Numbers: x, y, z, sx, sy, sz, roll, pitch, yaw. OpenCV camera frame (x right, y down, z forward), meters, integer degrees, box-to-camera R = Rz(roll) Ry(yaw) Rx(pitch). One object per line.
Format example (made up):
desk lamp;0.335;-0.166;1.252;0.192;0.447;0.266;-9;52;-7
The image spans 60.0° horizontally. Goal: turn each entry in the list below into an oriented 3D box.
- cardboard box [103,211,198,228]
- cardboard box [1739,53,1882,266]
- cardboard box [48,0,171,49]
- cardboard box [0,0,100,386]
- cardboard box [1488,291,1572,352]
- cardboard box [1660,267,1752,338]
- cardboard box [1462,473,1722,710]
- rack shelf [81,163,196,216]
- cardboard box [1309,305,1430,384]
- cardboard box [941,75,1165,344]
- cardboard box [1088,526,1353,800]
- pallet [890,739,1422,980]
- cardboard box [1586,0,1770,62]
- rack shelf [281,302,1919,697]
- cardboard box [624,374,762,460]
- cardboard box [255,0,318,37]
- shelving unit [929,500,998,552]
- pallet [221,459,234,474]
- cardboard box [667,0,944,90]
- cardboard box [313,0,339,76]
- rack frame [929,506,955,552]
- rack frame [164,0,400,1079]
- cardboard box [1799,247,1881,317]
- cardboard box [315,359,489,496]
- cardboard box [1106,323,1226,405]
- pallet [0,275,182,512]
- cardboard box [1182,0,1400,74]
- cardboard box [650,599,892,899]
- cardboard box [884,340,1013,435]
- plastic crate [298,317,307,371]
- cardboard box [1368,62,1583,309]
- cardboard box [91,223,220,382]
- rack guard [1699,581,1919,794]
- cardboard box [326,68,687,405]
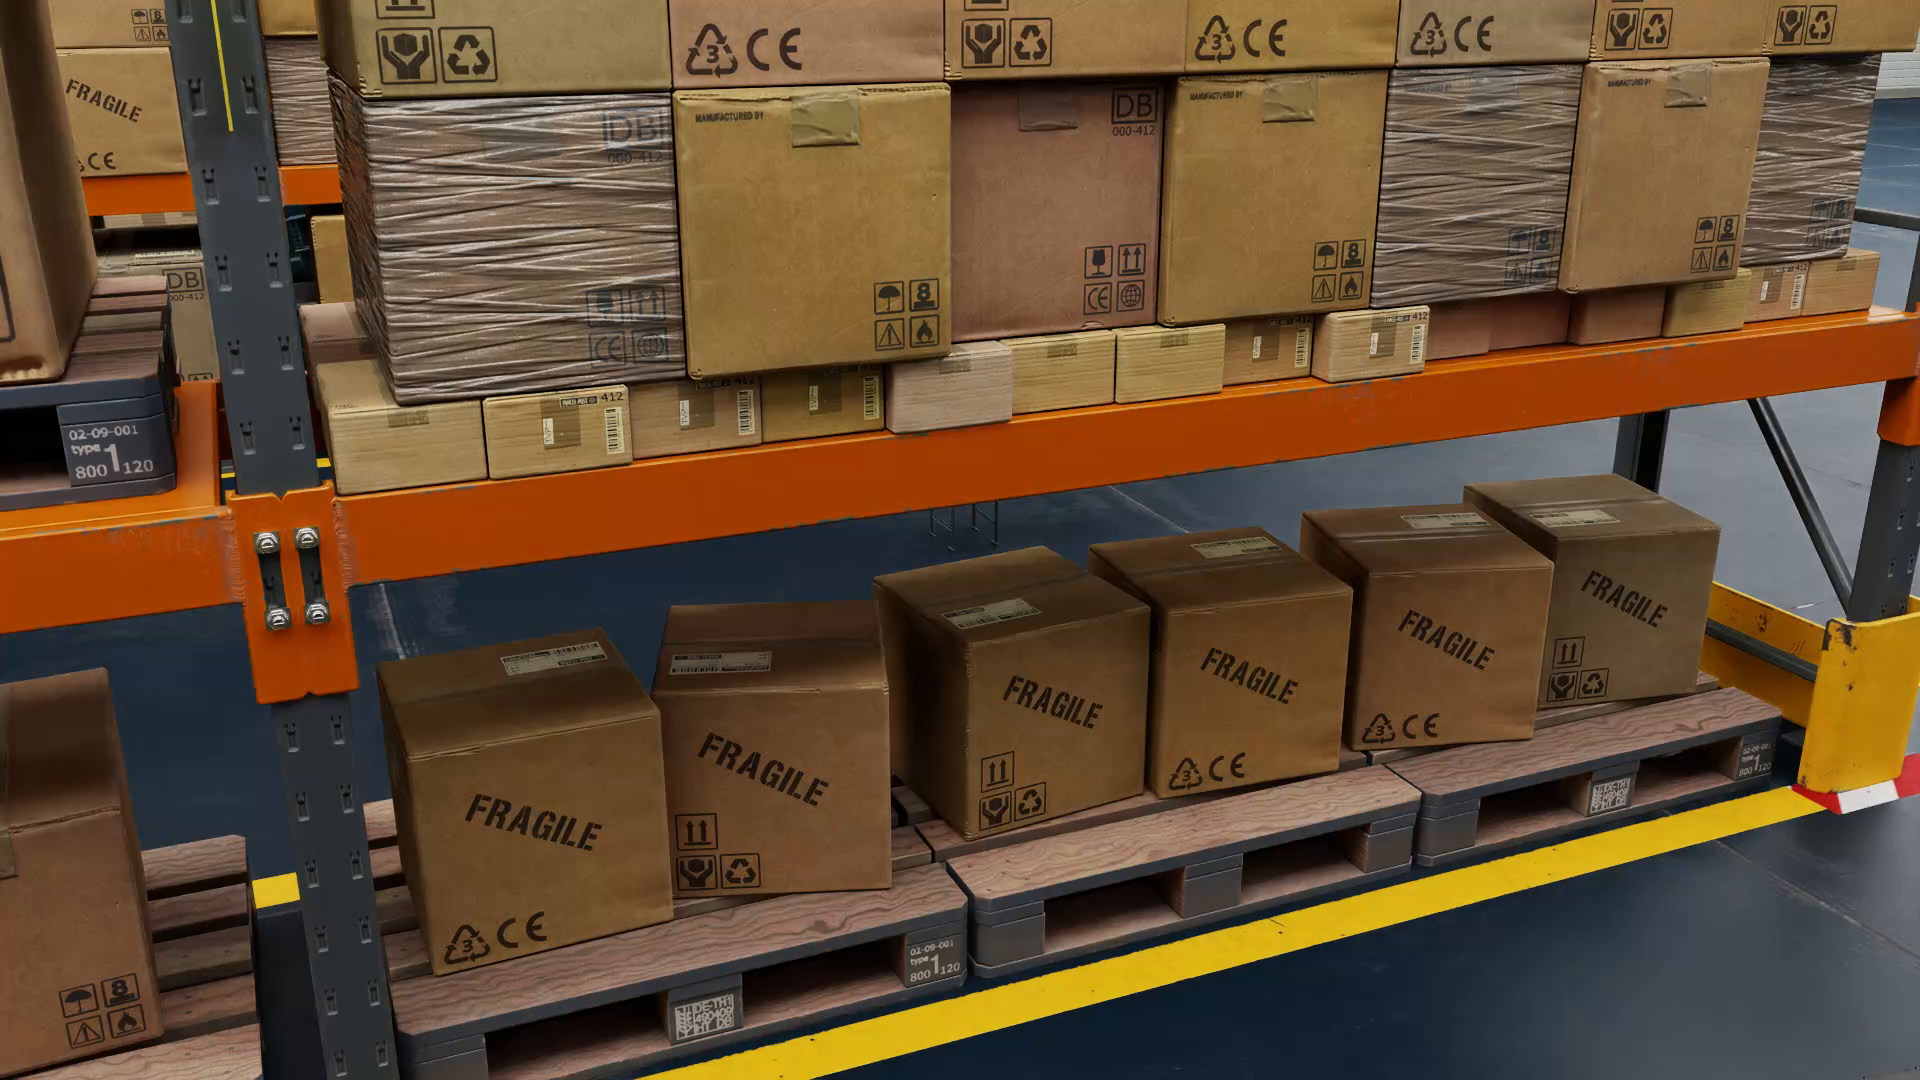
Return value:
cardboard box;-5.733;-2.309;11.887;0.625;0.372;0.950;-8;21;-21
cardboard box;1.830;-1.048;4.382;0.500;0.500;0.875;-8;21;-22
cardboard box;-3.652;-2.375;7.096;0.500;0.500;0.700;-9;21;-23
cardboard box;-2.112;-0.817;2.791;1.000;1.000;1.000;-8;21;-22
cardboard box;1.245;-0.575;4.018;0.250;0.149;0.380;-8;21;-22
cardboard box;1.727;-0.624;4.156;0.250;0.149;0.380;-8;21;-22
cardboard box;1.766;0.134;4.757;0.500;0.500;0.500;-4;20;-12
rack shelf;-5.035;-1.321;6.841;4.000;0.370;1.077;-8;21;-22
cardboard box;0.830;-0.476;3.735;0.250;0.149;0.380;-8;21;-22
cardboard box;0.003;-0.777;3.615;0.500;0.500;0.875;-8;21;-22
cardboard box;0.648;0.300;4.286;0.500;0.500;0.500;-6;20;-17
pallet;0.398;0.656;4.340;1.213;0.211;1.003;-8;21;-22
cardboard box;1.482;-1.368;3.787;0.500;0.500;0.500;-8;21;-22
rack shelf;0.509;-0.322;4.002;4.000;0.370;1.077;-8;21;-22
cardboard box;-0.557;-0.286;3.197;0.250;0.149;0.380;-8;21;-22
cardboard box;-2.846;-2.542;7.373;0.550;0.550;0.875;-8;21;-22
shelving unit;0.013;-0.568;6.328;0.189;1.200;0.258;-8;21;-22
pallet;-3.877;-0.484;7.579;1.213;0.211;1.003;-8;21;-22
cardboard box;-0.355;-1.105;3.040;0.500;0.500;0.500;-8;21;-22
cardboard box;-1.023;-1.200;3.310;0.500;0.500;0.500;-8;21;-22
rack frame;-0.071;-0.556;6.294;0.006;1.200;0.240;-8;21;-22
rack frame;-1.327;-0.398;3.136;0.127;3.000;1.000;-8;21;-22
cardboard box;2.166;-0.705;4.387;0.250;0.149;0.380;-8;21;-22
cardboard box;-1.010;-0.216;2.997;0.250;0.149;0.380;-8;21;-22
cardboard box;0.362;-0.417;3.569;0.250;0.149;0.380;-8;21;-22
pallet;-2.086;-0.251;3.008;1.213;0.211;1.003;-8;21;-22
cardboard box;0.559;-1.240;3.422;0.500;0.500;0.500;-8;21;-22
cardboard box;-0.421;0.465;3.816;0.500;0.500;0.500;-2;19;-5
cardboard box;-0.085;-0.342;3.356;0.250;0.149;0.380;-8;21;-22
plastic crate;-3.558;-1.047;9.126;0.662;0.188;0.450;2;30;6
cardboard box;0.942;-0.893;3.942;0.500;0.500;0.875;-8;21;-22
cardboard box;-3.733;-0.952;7.463;0.750;0.750;1.050;-8;21;-22
rack guard;2.276;0.265;5.017;0.348;0.500;1.175;-8;21;-22
cardboard box;-0.889;-0.626;3.184;0.500;0.500;0.875;-8;21;-22
